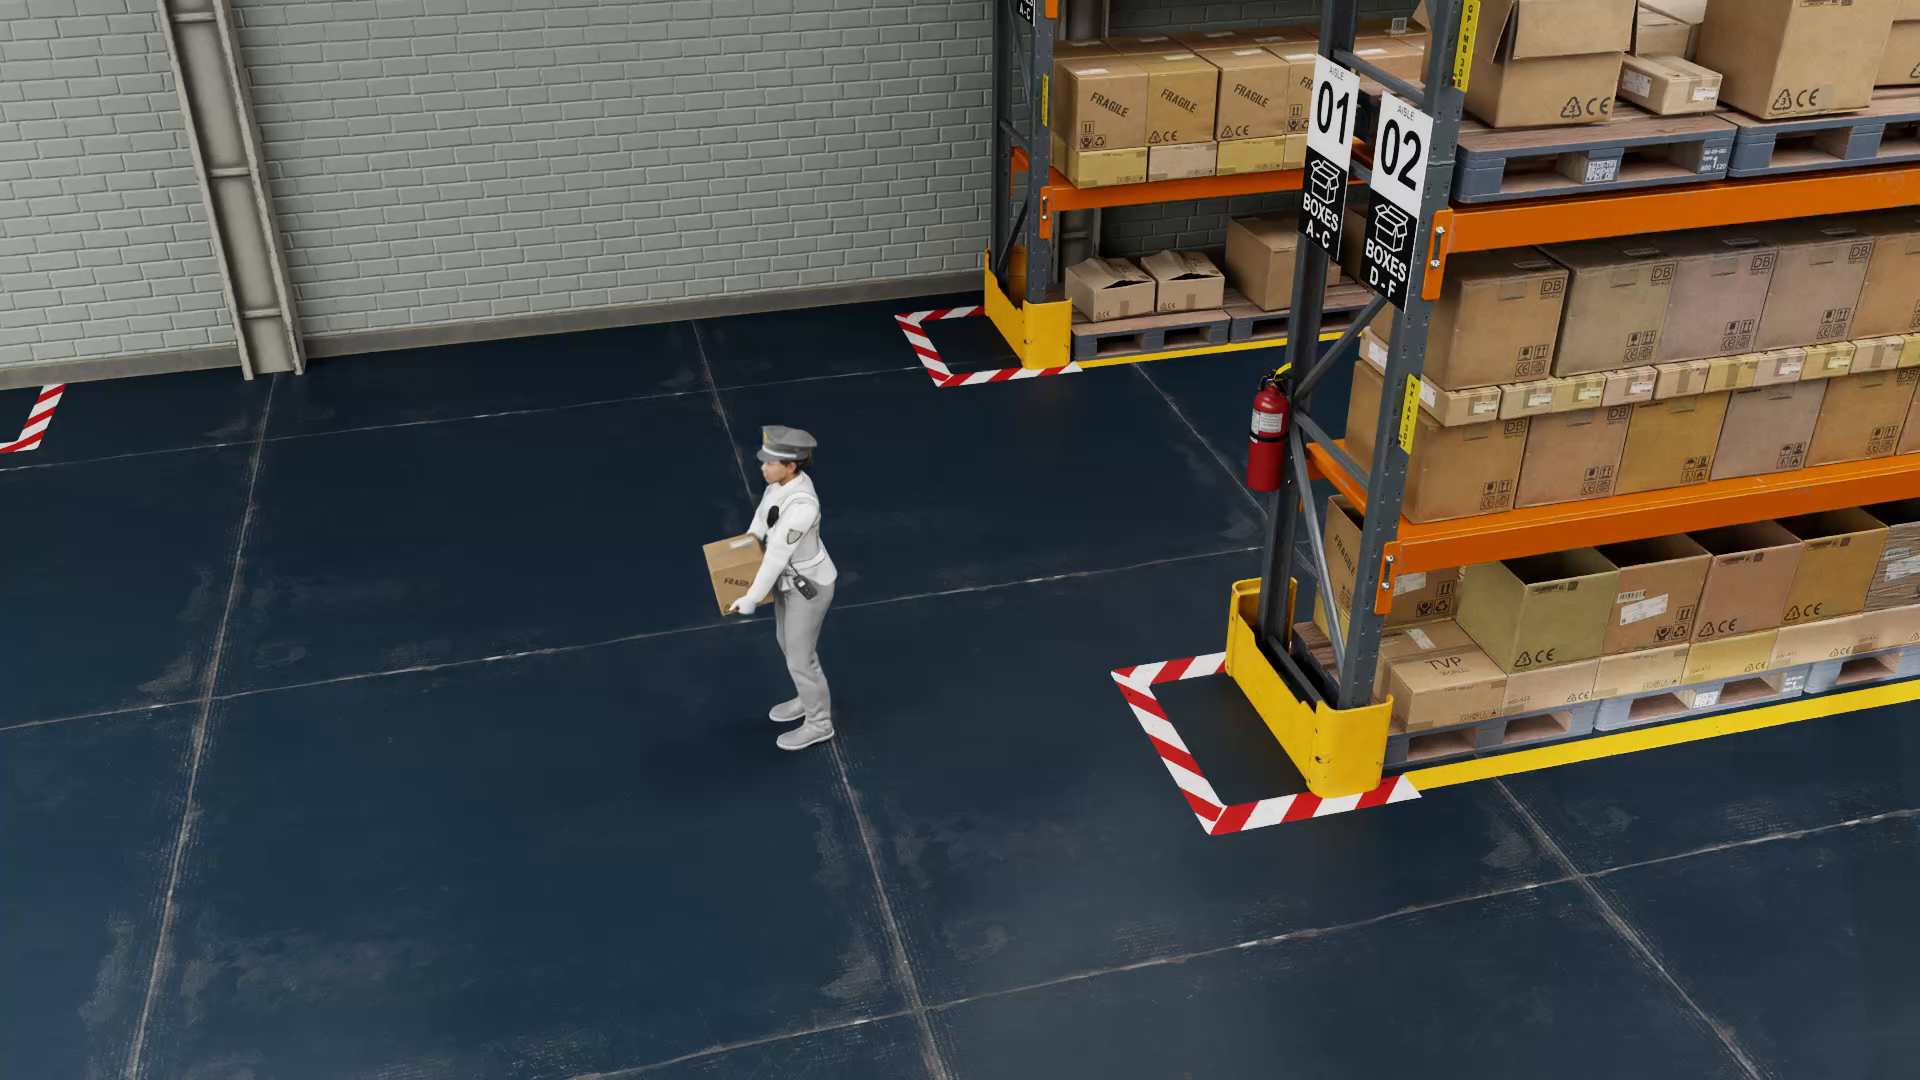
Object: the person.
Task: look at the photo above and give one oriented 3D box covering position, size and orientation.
[{"bbox_3d":[-0.845,0.228,7.835,0.528,1.682,0.417,-8,31,-14],"label":"person"}]
